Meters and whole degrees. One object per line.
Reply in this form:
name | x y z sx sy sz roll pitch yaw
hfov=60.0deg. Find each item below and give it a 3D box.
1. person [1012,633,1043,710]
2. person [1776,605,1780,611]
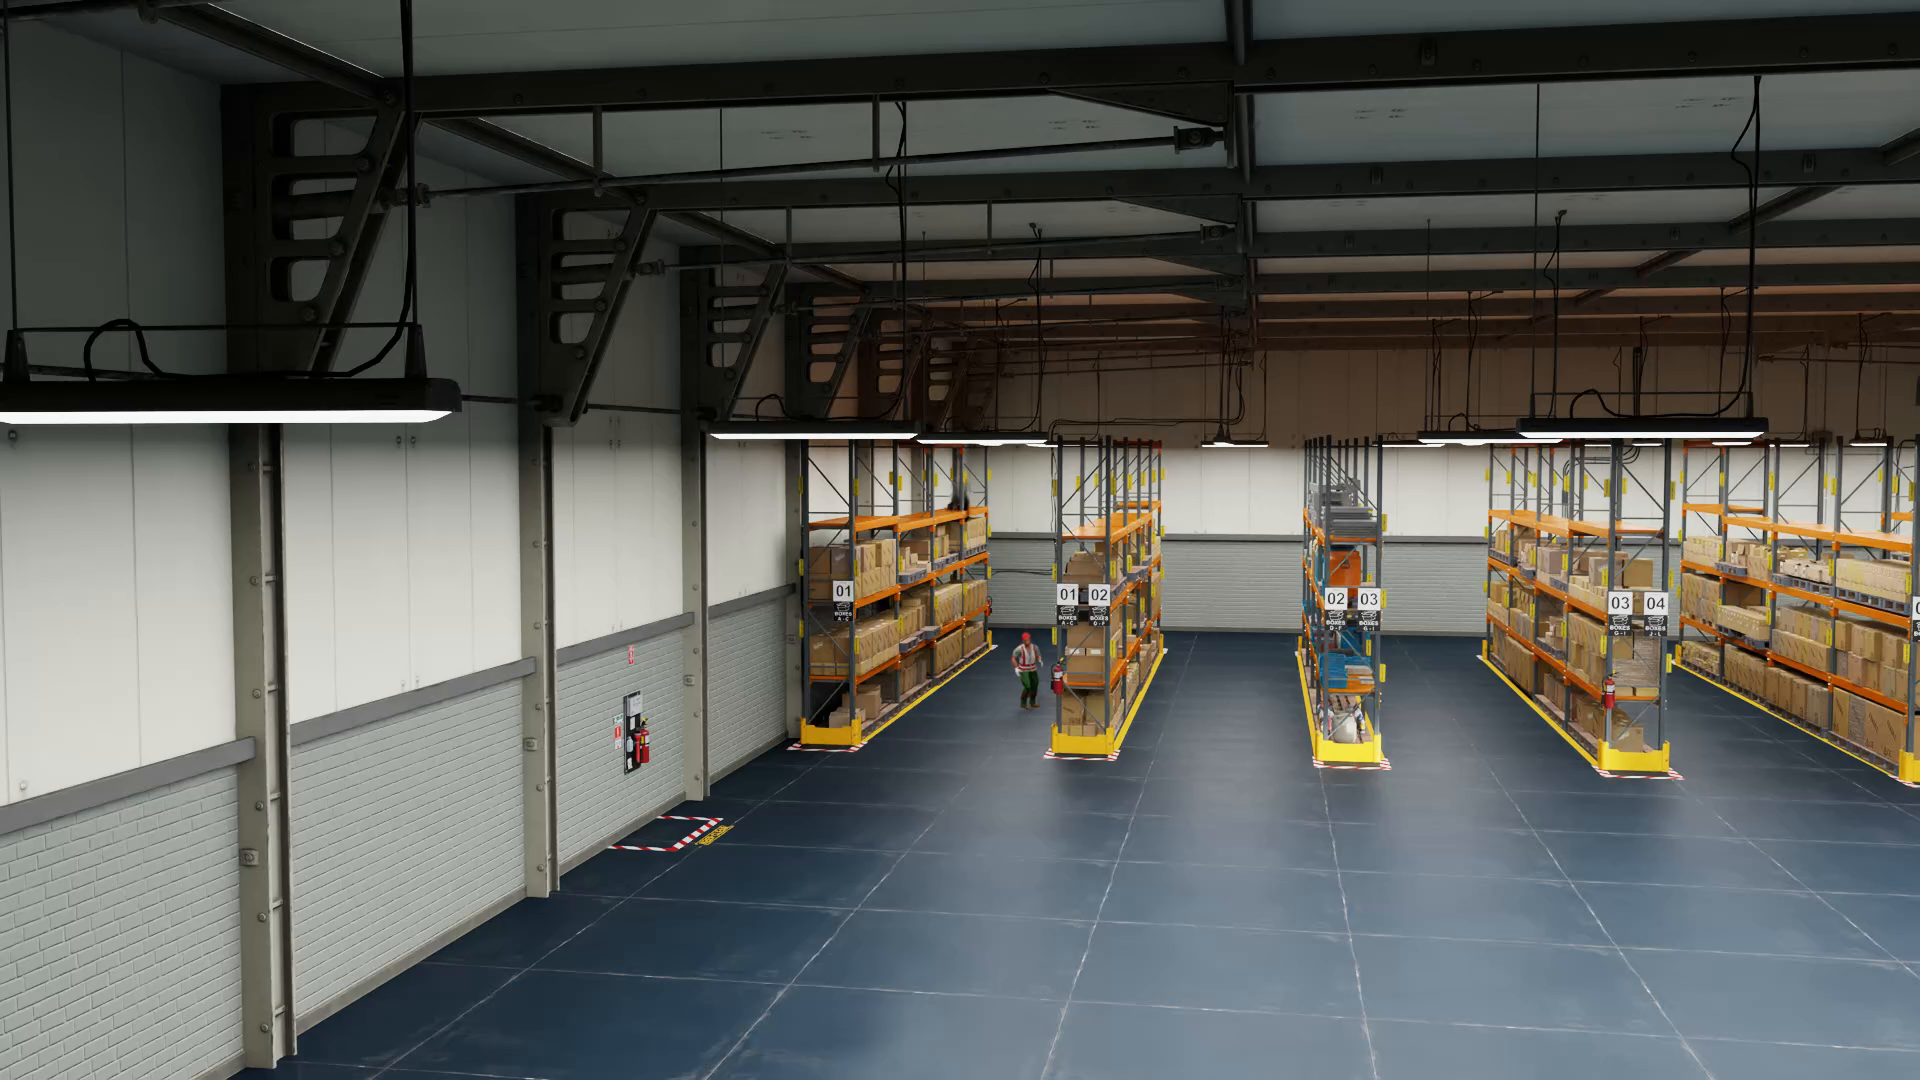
person | 1.534 2.896 36.760 0.699 1.710 0.729 -2 3 -28
person | 22.433 2.521 45.010 1.042 1.495 0.597 1 3 26
